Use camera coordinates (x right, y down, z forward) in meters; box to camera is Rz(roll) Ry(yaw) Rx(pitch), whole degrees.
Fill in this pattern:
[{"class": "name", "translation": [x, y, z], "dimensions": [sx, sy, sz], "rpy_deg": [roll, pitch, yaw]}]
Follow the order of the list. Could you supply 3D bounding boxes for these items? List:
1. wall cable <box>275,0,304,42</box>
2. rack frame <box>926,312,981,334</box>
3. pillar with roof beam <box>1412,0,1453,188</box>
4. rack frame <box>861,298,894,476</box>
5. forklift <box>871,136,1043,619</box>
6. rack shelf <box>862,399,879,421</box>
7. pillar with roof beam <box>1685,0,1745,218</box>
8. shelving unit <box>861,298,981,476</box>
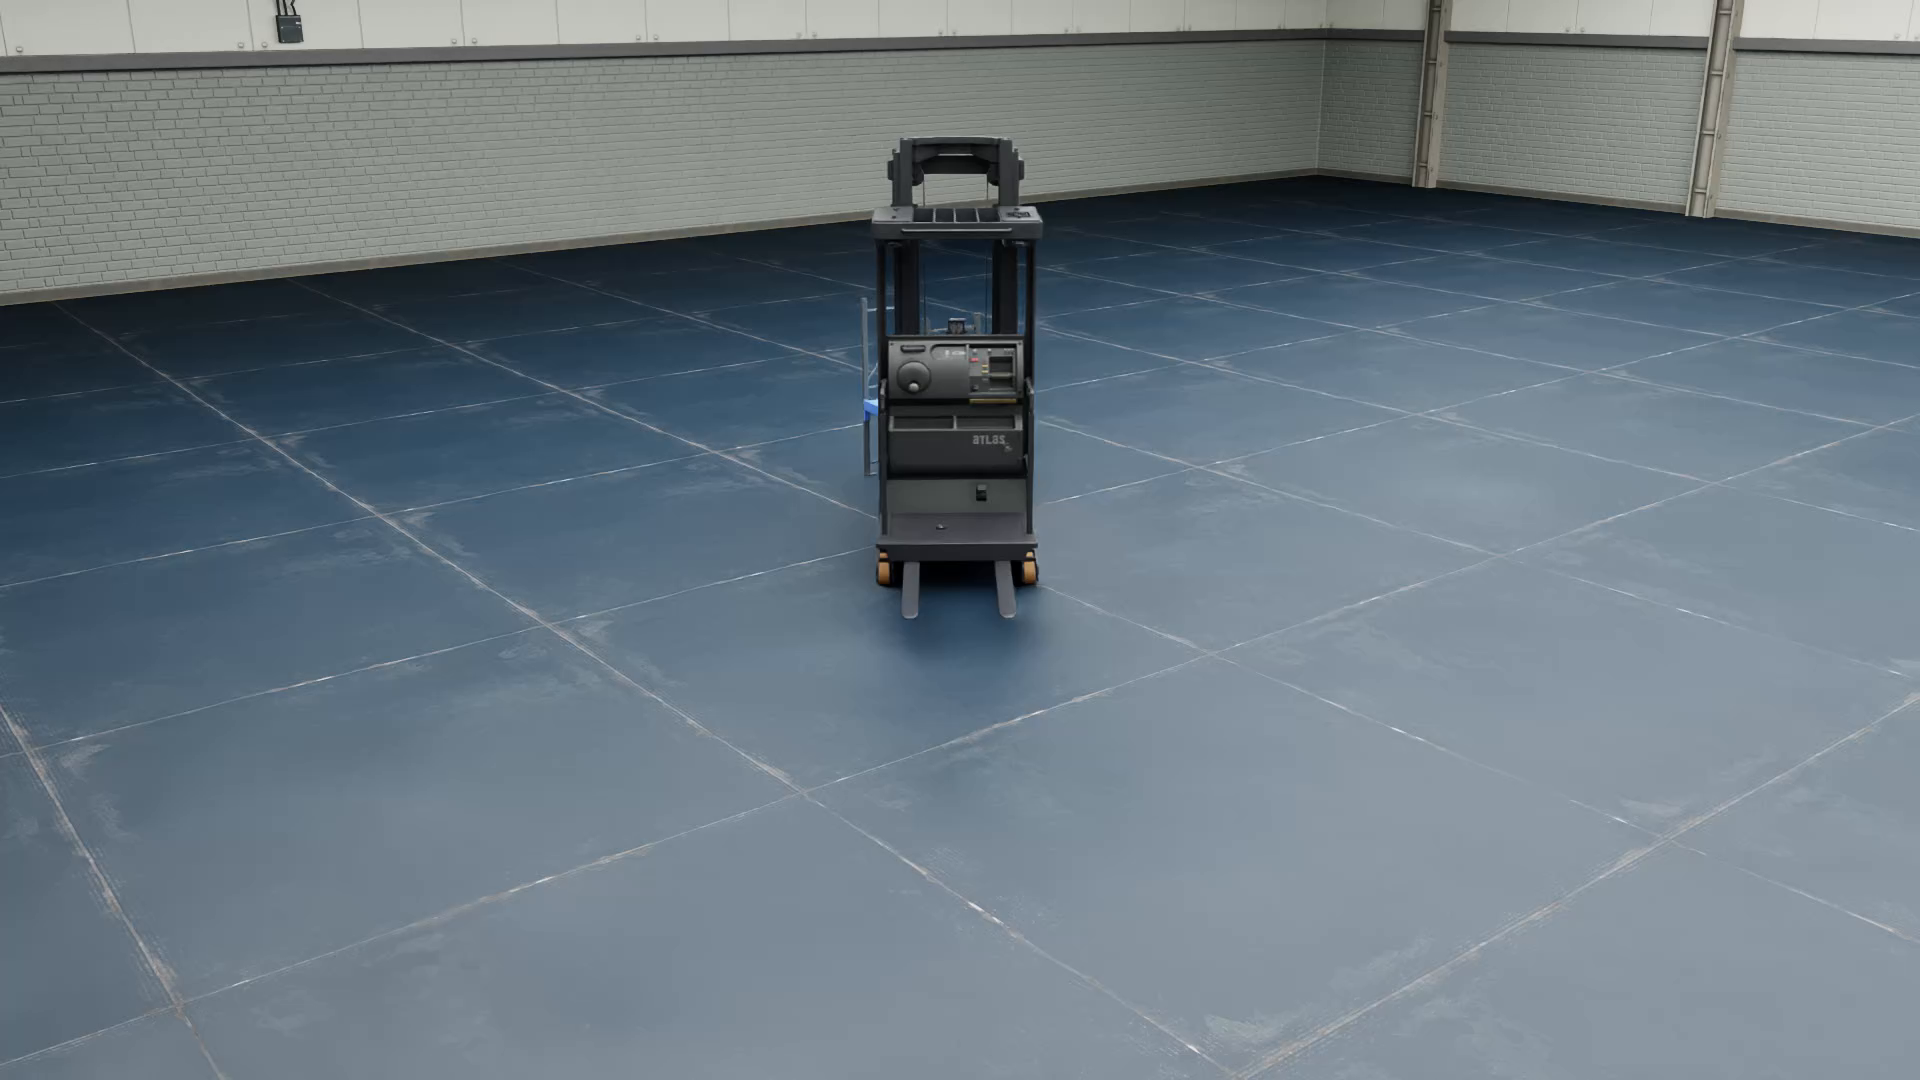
[{"class": "wall cable", "translation": [-8.409, -9.895, 22.518], "dimensions": [2.305, 6.003, 0.169], "rpy_deg": [-14, 23, -36]}, {"class": "rack frame", "translation": [-0.058, -1.022, 13.064], "dimensions": [0.500, 1.500, 0.032], "rpy_deg": [-11, 21, -30]}, {"class": "pillar with roof beam", "translation": [6.250, -10.755, 30.527], "dimensions": [9.100, 9.000, 0.400], "rpy_deg": [-14, 23, -36]}, {"class": "rack frame", "translation": [-0.587, -1.295, 13.888], "dimensions": [0.500, 1.500, 0.032], "rpy_deg": [-11, 21, -30]}, {"class": "forklift", "translation": [-0.023, -1.177, 11.256], "dimensions": [1.130, 2.935, 3.031], "rpy_deg": [0, 18, -1]}, {"class": "rack shelf", "translation": [-0.322, -0.988, 13.533], "dimensions": [0.538, 0.185, 1.000], "rpy_deg": [-11, 21, -30]}, {"class": "pillar with roof beam", "translation": [9.975, -9.276, 26.062], "dimensions": [9.100, 9.000, 0.400], "rpy_deg": [-14, 23, -36]}, {"class": "shelving unit", "translation": [-0.322, -1.159, 13.476], "dimensions": [0.538, 1.500, 1.048], "rpy_deg": [-11, 21, -30]}]
